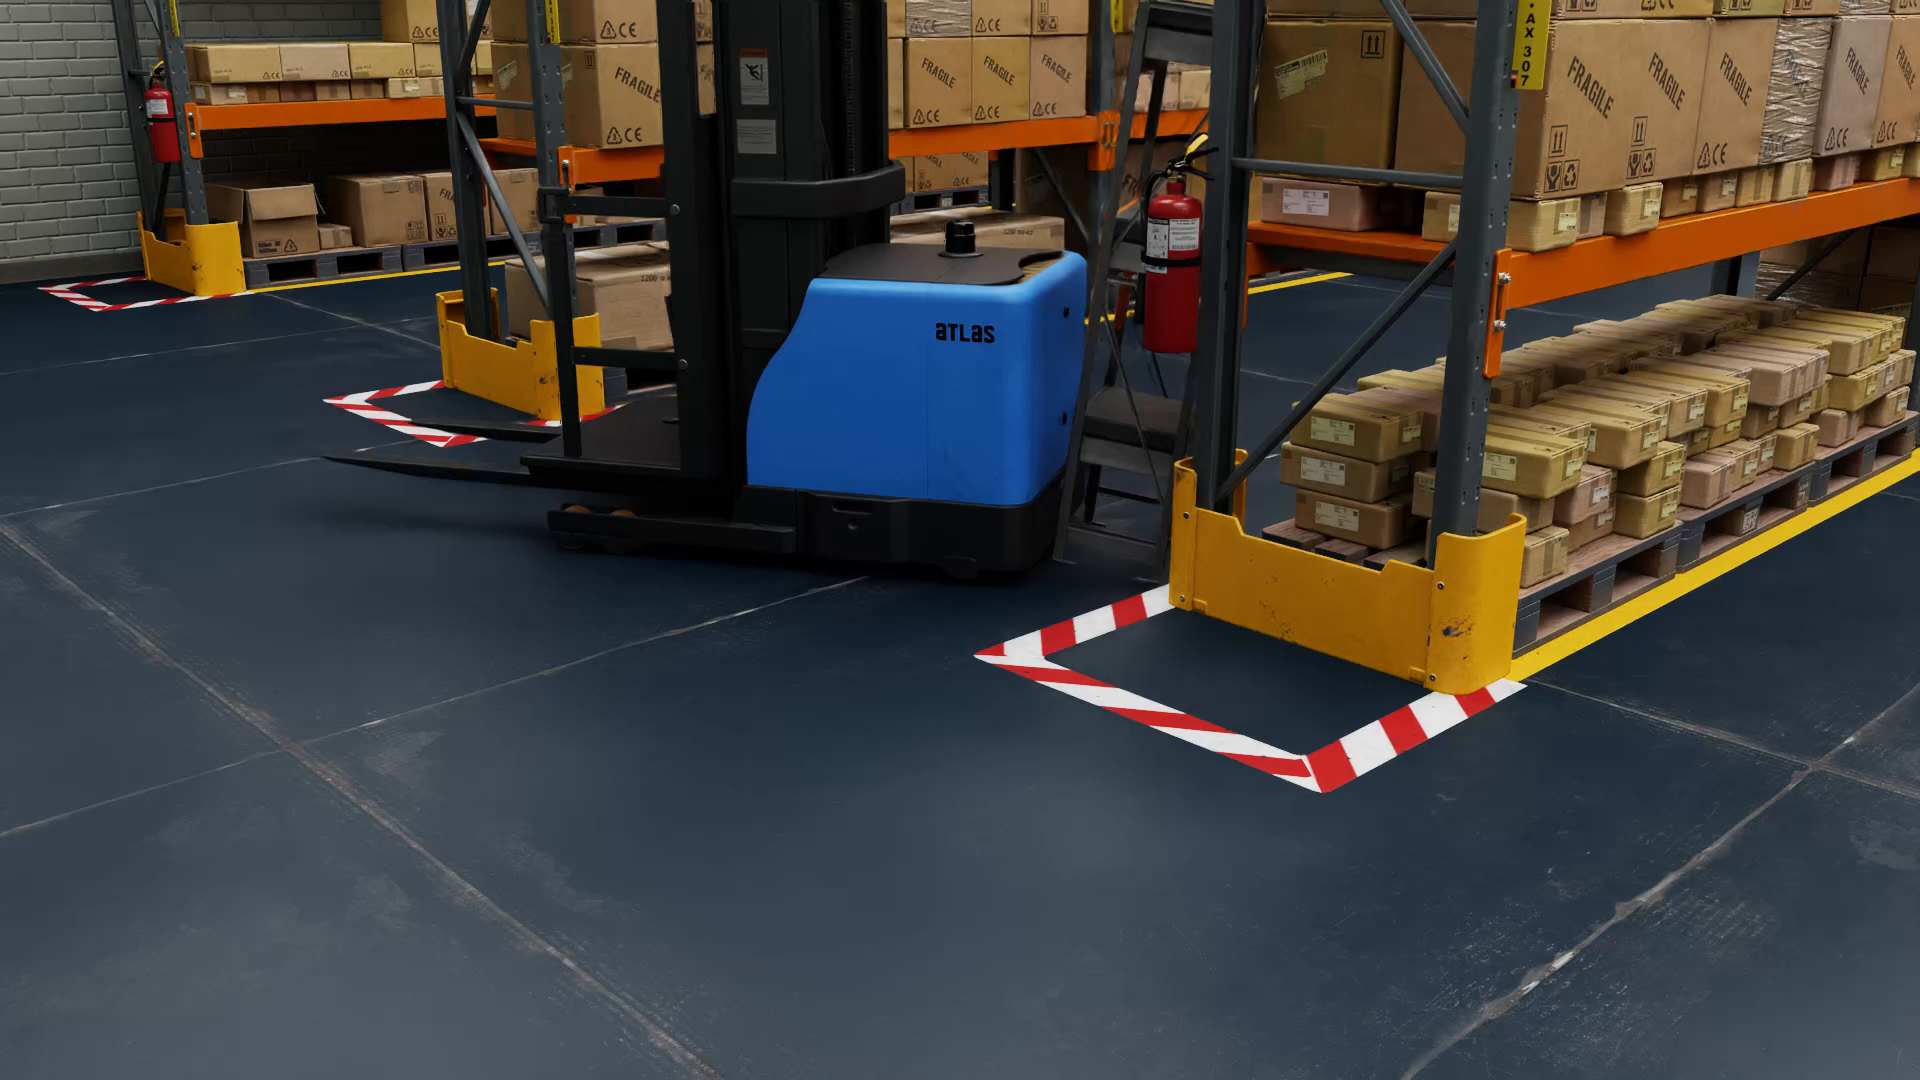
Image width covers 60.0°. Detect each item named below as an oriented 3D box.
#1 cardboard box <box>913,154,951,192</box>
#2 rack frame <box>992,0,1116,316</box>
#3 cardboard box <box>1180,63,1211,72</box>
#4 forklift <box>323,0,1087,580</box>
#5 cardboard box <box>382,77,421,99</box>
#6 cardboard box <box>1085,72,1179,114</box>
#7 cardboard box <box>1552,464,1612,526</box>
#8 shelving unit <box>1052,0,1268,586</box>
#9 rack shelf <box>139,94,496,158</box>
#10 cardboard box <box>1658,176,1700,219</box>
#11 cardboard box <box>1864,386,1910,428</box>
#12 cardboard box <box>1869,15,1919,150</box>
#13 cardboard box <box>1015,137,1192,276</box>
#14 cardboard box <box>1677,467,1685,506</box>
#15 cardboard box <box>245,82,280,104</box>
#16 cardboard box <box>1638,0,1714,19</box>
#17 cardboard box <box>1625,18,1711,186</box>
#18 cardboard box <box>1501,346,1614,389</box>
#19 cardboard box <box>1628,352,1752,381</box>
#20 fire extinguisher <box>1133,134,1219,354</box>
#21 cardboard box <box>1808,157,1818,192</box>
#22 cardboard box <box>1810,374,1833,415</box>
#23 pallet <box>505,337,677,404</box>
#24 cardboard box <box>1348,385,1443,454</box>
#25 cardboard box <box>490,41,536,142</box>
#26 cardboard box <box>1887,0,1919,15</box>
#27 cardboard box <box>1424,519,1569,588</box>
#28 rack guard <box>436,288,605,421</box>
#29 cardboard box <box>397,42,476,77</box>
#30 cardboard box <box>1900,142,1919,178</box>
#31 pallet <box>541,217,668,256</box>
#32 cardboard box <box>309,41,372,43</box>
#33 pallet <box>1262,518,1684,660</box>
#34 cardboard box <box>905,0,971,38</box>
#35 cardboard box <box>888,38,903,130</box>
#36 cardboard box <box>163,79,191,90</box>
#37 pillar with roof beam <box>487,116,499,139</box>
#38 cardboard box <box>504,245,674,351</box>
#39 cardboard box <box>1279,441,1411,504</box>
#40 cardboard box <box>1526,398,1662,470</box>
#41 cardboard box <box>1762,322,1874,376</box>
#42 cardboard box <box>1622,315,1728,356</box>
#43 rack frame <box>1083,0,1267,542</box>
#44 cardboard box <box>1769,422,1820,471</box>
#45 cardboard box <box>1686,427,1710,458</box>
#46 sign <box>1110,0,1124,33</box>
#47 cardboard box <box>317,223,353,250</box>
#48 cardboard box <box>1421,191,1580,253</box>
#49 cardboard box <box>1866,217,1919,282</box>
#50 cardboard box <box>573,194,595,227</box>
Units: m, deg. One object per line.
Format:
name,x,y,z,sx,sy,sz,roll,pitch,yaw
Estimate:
cardboard box,-0.432,-3.762,16.597,0.500,0.500,0.500,-17,24,-42
rack frame,0.605,-3.034,10.979,0.127,3.000,1.000,-16,24,-41
cardboard box,1.478,-3.347,11.378,0.500,0.250,0.500,-16,24,-40
forklift,-1.069,-1.491,6.331,3.031,2.935,1.130,5,19,16
cardboard box,-4.317,-3.448,12.664,0.380,0.149,0.250,17,25,42
cardboard box,1.106,-2.997,11.107,0.500,0.250,0.500,-17,25,-42
cardboard box,1.968,-0.182,5.643,0.250,0.149,0.380,-16,24,-41
shelving unit,0.731,-0.929,5.867,0.431,2.100,0.503,13,21,14
rack shelf,-4.261,-3.379,13.211,4.000,0.370,1.077,-16,24,-41
cardboard box,2.330,-1.220,5.791,0.250,0.149,0.380,-17,24,-41
cardboard box,4.029,-0.630,7.506,0.250,0.149,0.380,-16,24,-40
cardboard box,3.544,-1.860,6.712,0.500,0.500,0.500,-17,25,-42
cardboard box,1.001,-2.372,11.702,0.875,0.875,0.875,-15,23,-39
cardboard box,2.464,-0.214,6.224,0.250,0.149,0.380,-16,24,-41
cardboard box,-5.134,-3.251,12.055,0.250,0.149,0.380,-15,24,-39
cardboard box,2.044,-1.907,5.238,0.500,0.500,0.500,-15,23,-39
cardboard box,2.060,-1.440,5.418,0.500,0.500,0.500,-16,24,-41
cardboard box,2.363,-0.659,6.630,0.380,0.149,0.250,17,25,42
cardboard box,2.847,-0.618,6.504,0.250,0.149,0.380,-16,24,-41
fire extinguisher,0.673,-0.934,5.233,0.183,0.674,0.296,-16,24,-41
cardboard box,3.082,-1.436,6.457,0.250,0.149,0.380,-17,24,-42
cardboard box,3.449,-0.641,7.058,0.250,0.149,0.380,-16,24,-40
pallet,-1.774,-1.047,9.371,1.213,0.211,1.003,-16,24,-41
cardboard box,1.606,-0.434,5.938,0.250,0.149,0.380,-16,24,-40
cardboard box,-2.133,-2.395,8.847,0.500,0.500,0.500,-16,24,-41
cardboard box,3.552,-2.340,6.572,0.500,0.500,0.500,17,25,42
cardboard box,1.774,0.019,5.505,0.250,0.149,0.380,-16,24,-40
rack guard,-2.319,-0.992,8.734,0.348,0.500,1.175,-16,24,-41
cardboard box,-4.110,-3.732,12.893,0.500,0.250,0.500,-17,25,-42
cardboard box,3.920,-1.635,7.070,0.250,0.149,0.380,-17,25,-42
pallet,-3.308,-2.674,14.389,1.213,0.211,1.003,-16,24,-41
cardboard box,-4.824,-3.738,12.911,0.500,0.250,0.500,-15,23,-39
pallet,1.843,0.048,5.995,1.213,0.211,1.003,-16,24,-41
cardboard box,-0.286,-3.180,9.645,0.500,0.500,0.500,-16,24,-40
cardboard box,-0.672,-2.598,9.473,0.500,0.500,0.500,-15,23,-39
cardboard box,-5.658,-3.309,12.234,0.250,0.149,0.380,-17,24,-41
pillar with roof beam,-0.975,-6.089,10.674,0.400,9.000,9.100,-16,24,-41
cardboard box,-1.890,-1.330,9.195,0.875,0.438,0.875,17,24,42
cardboard box,1.360,-0.259,5.880,0.250,0.149,0.380,-17,25,-42
cardboard box,2.176,-0.370,5.739,0.250,0.149,0.380,-16,24,-41
cardboard box,3.665,-0.822,7.132,0.250,0.149,0.380,-17,24,-41
cardboard box,3.122,-0.876,7.300,0.250,0.149,0.380,-17,25,-42
rack frame,0.804,-1.002,6.088,0.400,2.100,0.015,13,21,14
cardboard box,3.277,-0.411,6.830,0.250,0.149,0.380,-16,24,-41
cardboard box,2.642,-0.428,6.402,0.250,0.149,0.380,-15,23,-38
sign,0.988,-3.359,10.450,0.005,0.325,0.100,-16,24,-41
cardboard box,-4.869,-2.331,12.753,0.380,0.149,0.250,17,24,42
cardboard box,1.634,-0.974,5.033,0.250,0.149,0.380,-17,24,-41
cardboard box,4.798,-1.411,8.129,0.500,0.250,0.500,17,24,41
cardboard box,-3.270,-2.785,13.964,0.258,0.266,0.396,-15,23,-39
